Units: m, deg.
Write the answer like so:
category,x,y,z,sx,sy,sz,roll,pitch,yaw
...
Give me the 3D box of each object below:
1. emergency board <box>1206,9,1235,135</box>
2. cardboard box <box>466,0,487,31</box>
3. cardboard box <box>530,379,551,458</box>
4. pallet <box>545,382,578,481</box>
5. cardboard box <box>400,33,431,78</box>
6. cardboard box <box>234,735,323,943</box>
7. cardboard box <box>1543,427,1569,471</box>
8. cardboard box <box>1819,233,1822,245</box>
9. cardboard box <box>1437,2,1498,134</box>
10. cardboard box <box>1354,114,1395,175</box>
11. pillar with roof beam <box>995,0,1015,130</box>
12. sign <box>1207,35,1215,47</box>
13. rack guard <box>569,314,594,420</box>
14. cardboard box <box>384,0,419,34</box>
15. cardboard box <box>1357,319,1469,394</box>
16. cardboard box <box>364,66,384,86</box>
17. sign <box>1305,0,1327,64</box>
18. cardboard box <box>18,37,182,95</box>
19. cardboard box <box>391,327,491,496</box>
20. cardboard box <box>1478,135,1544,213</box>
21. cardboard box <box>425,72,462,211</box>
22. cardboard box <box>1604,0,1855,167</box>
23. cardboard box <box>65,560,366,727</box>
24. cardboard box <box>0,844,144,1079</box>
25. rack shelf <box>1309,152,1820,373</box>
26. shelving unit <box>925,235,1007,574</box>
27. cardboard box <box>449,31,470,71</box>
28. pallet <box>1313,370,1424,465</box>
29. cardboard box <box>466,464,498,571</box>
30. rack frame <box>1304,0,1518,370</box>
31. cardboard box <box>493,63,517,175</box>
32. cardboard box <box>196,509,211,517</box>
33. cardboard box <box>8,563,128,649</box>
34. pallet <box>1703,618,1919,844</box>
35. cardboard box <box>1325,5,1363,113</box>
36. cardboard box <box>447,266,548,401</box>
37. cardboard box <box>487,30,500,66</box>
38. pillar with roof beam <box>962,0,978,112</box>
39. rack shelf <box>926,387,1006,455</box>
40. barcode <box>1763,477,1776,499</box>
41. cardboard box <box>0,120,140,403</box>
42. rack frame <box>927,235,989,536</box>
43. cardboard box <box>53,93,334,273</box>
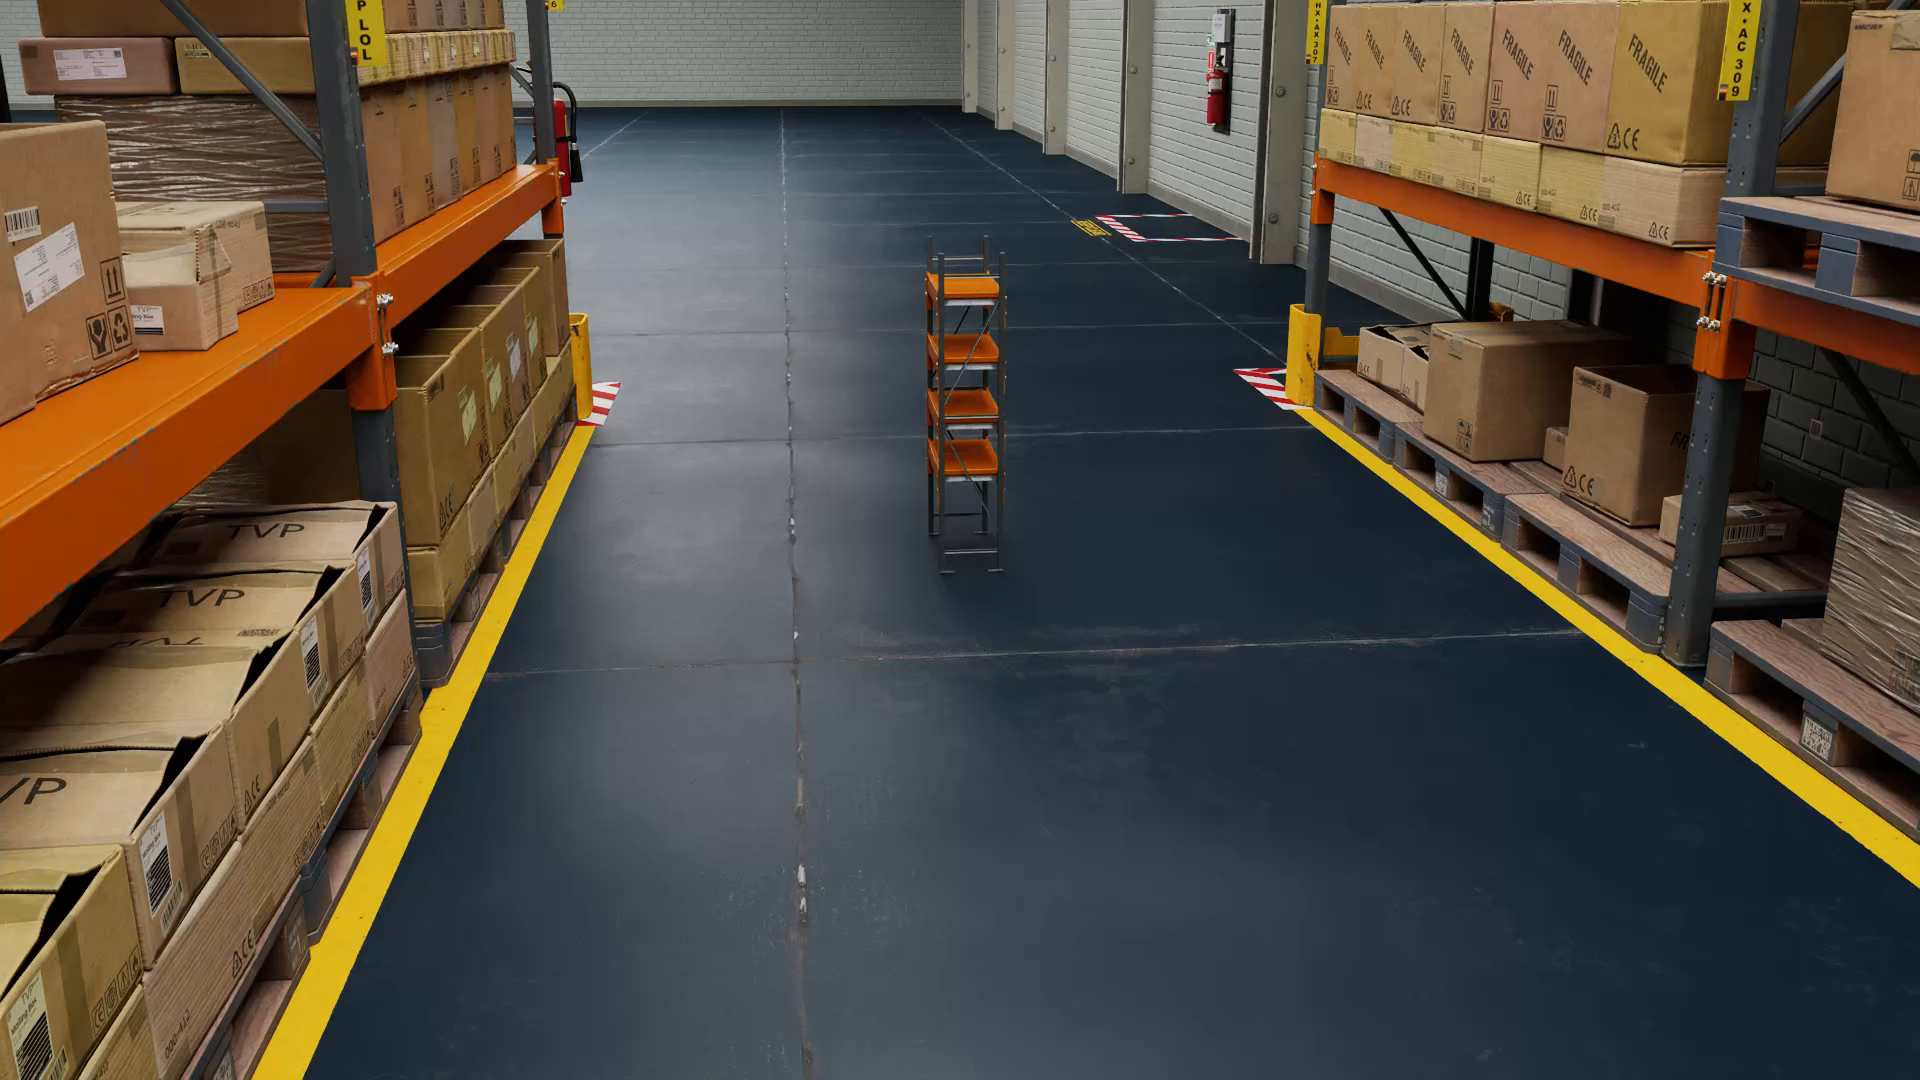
category,x,y,z,sx,sy,sz,roll,pitch,yaw
emergency board,2.486,-4.582,16.263,0.194,1.169,0.643,-2,18,-6
cardboard box,-2.437,-2.439,7.106,0.700,0.500,0.500,-2,18,-7
cardboard box,-2.072,-0.525,7.230,0.500,0.250,0.500,-2,18,-6
pallet,-2.417,-0.527,8.005,1.003,0.211,1.213,-2,18,-6
cardboard box,-2.097,-1.720,5.897,0.380,0.149,0.250,-2,18,-7
cardboard box,-1.691,0.637,3.531,0.500,0.250,0.500,-1,17,-4
cardboard box,2.657,-0.374,6.884,0.380,0.149,0.250,-3,18,-10
cardboard box,2.966,-1.131,5.490,0.500,0.250,0.500,-2,17,-5
cardboard box,2.293,-1.928,6.774,0.500,0.500,0.500,-1,17,-4
cardboard box,2.191,-1.867,7.833,0.500,0.250,0.500,-2,18,-7
pillar with roof beam,-3.436,-11.936,29.674,9.100,9.000,0.400,-2,18,-6
sign,2.523,-5.018,16.708,0.001,0.109,0.331,-2,18,-6
rack guard,-2.540,-0.899,8.706,1.175,0.500,0.348,-2,18,-6
cardboard box,-2.282,-1.991,5.678,0.700,0.500,0.500,-2,18,-6
cardboard box,2.371,-0.957,8.471,0.500,0.311,0.500,-4,18,-12
cardboard box,-2.015,-1.488,5.157,0.380,0.149,0.250,-2,18,-7
sign,1.849,-2.635,8.616,0.100,0.325,0.005,-2,18,-6
cardboard box,-2.366,-1.324,4.637,0.380,0.149,0.250,-2,18,-6
cardboard box,-1.921,-0.435,5.694,0.500,0.500,0.500,-2,18,-6
cardboard box,2.341,-1.415,6.392,0.500,0.250,0.500,-2,18,-6
cardboard box,-2.340,-1.531,6.380,0.700,0.500,0.500,-1,17,-4
cardboard box,2.445,-1.474,5.329,0.500,0.500,0.500,-2,18,-6
cardboard box,-1.738,0.218,3.928,0.500,0.311,0.500,-1,17,-4
cardboard box,-1.587,0.670,2.489,0.500,0.311,0.500,-2,18,-7
rack shelf,2.595,-1.299,7.009,1.077,0.370,4.000,-2,18,-6
shelving unit,0.017,-0.523,6.340,0.258,1.200,0.503,-2,18,-6
cardboard box,-2.174,-1.948,6.624,0.380,0.149,0.250,-1,17,-4
pallet,2.446,-0.642,8.371,1.003,0.211,1.213,-2,18,-6
cardboard box,-1.918,-0.078,5.806,0.500,0.250,0.500,-2,18,-6
rack frame,2.389,-2.239,8.800,1.000,3.000,0.127,-2,18,-6
cardboard box,-2.502,-1.993,7.849,0.700,0.500,0.500,-2,18,-6
cardboard box,-2.390,0.087,5.280,0.500,0.250,0.500,-2,18,-6
cardboard box,-2.284,0.231,3.885,0.500,0.311,0.500,-2,18,-6
pallet,2.883,0.516,4.683,1.003,0.211,1.213,-2,18,-6
cardboard box,2.139,-2.383,8.224,0.500,0.500,0.500,-2,18,-6
cardboard box,-2.069,-0.883,7.118,0.500,0.500,0.500,-2,18,-6
cardboard box,-2.254,-2.179,7.362,0.380,0.149,0.250,-2,18,-6
pillar with roof beam,-4.055,-13.724,35.368,9.100,9.000,0.400,-2,18,-6
rack shelf,0.017,-0.459,6.360,0.258,0.148,0.480,-2,18,-6
barcode,3.012,-0.193,6.190,0.001,0.075,0.075,-2,18,-6
cardboard box,-2.008,-0.554,3.267,0.500,0.500,0.500,-1,17,-2
rack frame,-0.008,-0.596,6.572,0.240,1.200,0.015,-2,18,-6
cardboard box,-2.177,-1.072,4.918,0.700,0.500,0.500,-2,18,-7
